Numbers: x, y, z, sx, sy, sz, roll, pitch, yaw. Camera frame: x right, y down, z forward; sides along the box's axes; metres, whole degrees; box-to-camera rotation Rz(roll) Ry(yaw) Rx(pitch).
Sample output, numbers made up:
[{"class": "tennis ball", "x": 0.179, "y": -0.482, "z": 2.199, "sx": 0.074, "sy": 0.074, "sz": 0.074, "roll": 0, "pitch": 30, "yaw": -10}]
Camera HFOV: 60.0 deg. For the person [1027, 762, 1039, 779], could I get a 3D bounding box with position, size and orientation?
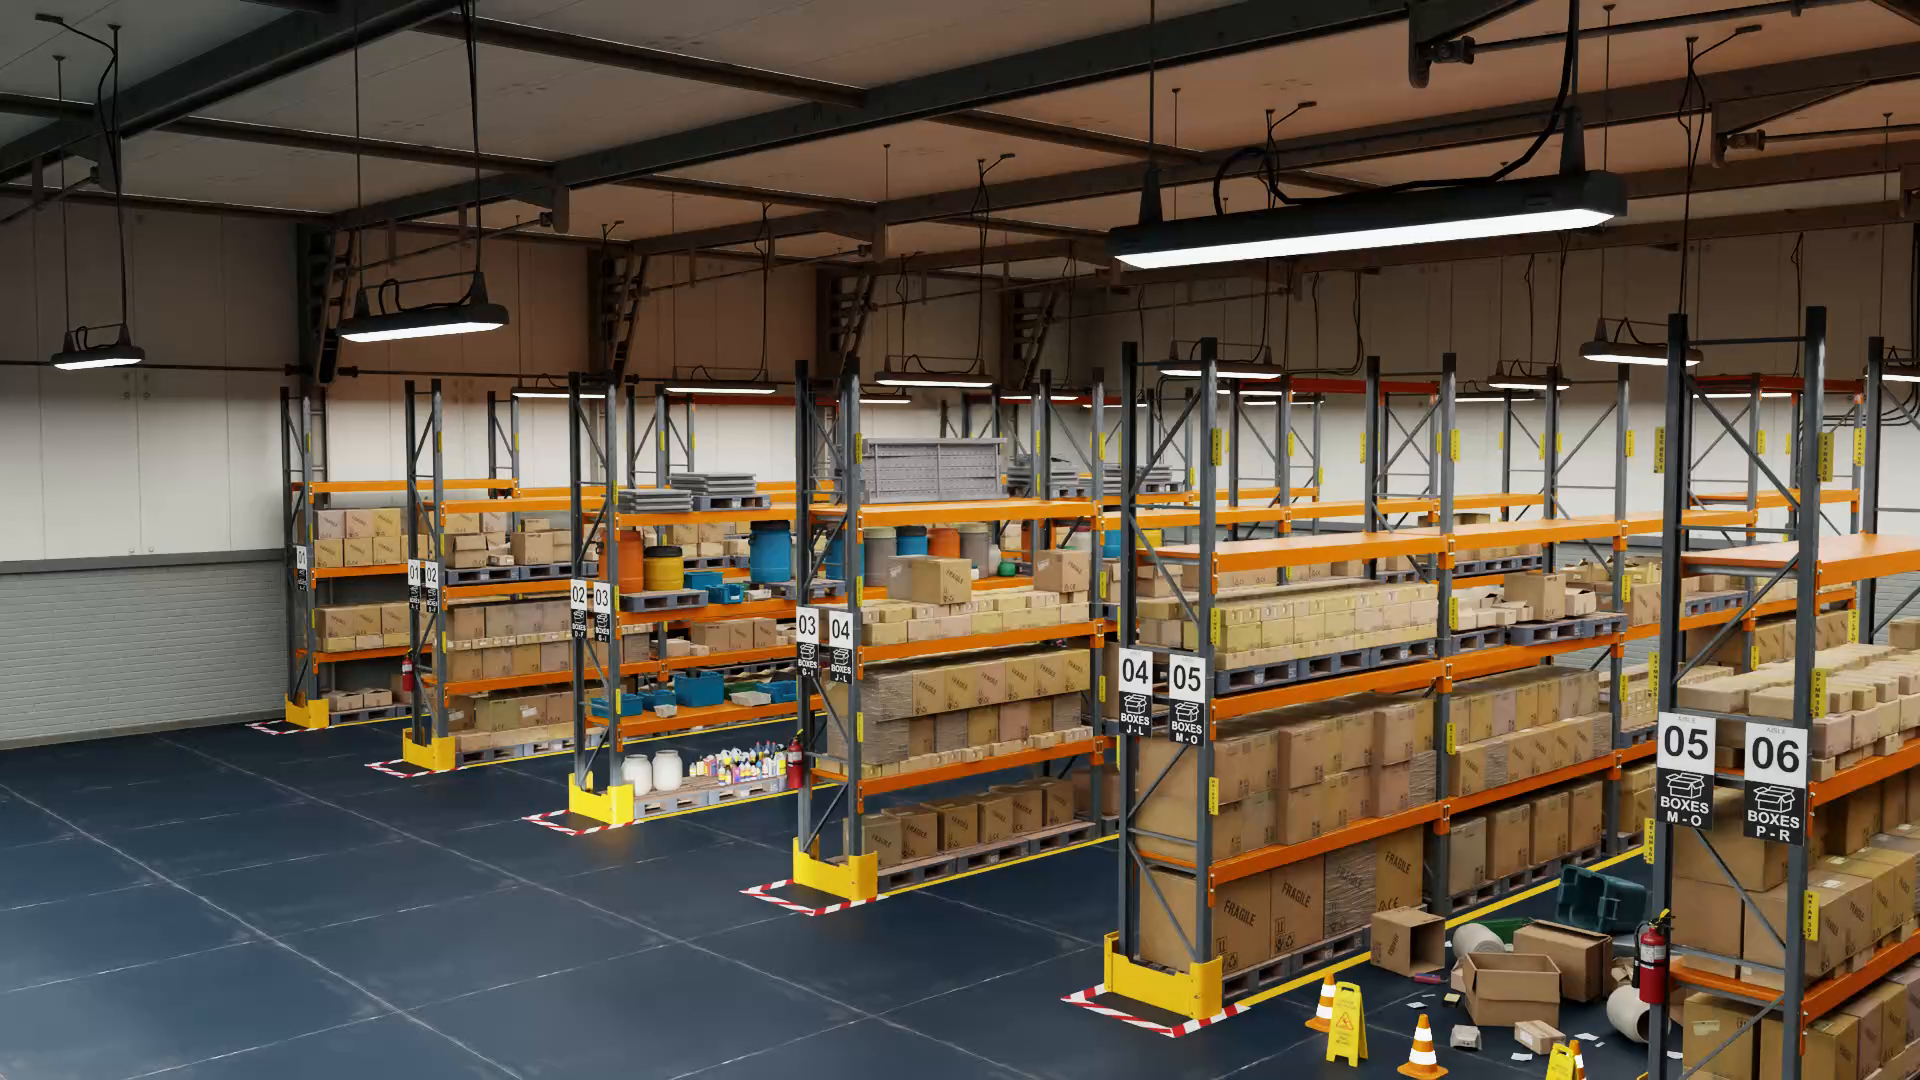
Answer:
[{"class": "person", "x": 1.040, "y": 2.793, "z": 24.019, "sx": 0.649, "sy": 1.643, "sz": 0.713, "roll": 4, "pitch": 5, "yaw": 44}]
